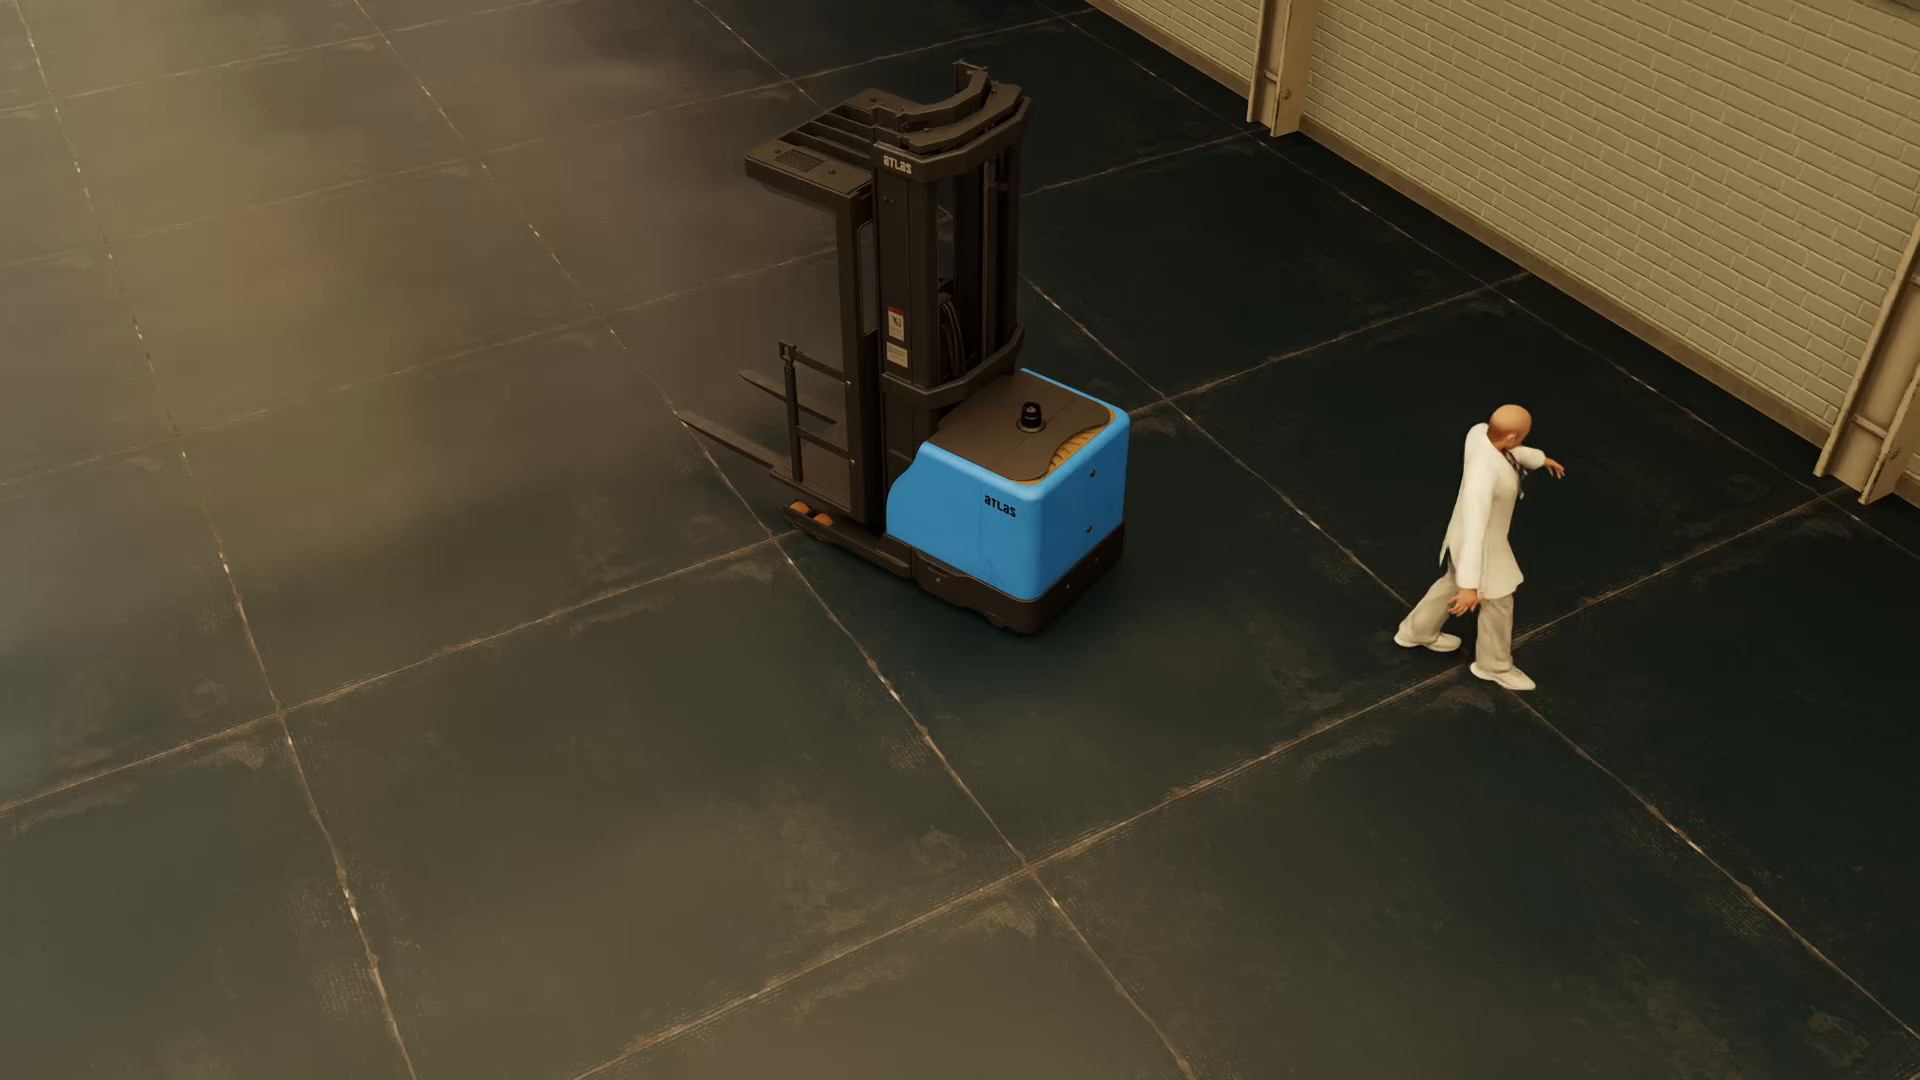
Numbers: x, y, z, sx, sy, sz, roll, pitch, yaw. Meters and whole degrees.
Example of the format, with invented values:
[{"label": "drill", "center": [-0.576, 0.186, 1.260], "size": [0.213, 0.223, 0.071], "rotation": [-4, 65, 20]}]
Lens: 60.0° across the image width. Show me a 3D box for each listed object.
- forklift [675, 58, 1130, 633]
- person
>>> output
[{"label": "forklift", "center": [-0.481, -1.366, 9.683], "size": [3.031, 2.935, 1.130], "rotation": [26, 46, 28]}, {"label": "person", "center": [2.872, 0.048, 8.928], "size": [0.788, 1.773, 1.034], "rotation": [7, 40, 9]}]
